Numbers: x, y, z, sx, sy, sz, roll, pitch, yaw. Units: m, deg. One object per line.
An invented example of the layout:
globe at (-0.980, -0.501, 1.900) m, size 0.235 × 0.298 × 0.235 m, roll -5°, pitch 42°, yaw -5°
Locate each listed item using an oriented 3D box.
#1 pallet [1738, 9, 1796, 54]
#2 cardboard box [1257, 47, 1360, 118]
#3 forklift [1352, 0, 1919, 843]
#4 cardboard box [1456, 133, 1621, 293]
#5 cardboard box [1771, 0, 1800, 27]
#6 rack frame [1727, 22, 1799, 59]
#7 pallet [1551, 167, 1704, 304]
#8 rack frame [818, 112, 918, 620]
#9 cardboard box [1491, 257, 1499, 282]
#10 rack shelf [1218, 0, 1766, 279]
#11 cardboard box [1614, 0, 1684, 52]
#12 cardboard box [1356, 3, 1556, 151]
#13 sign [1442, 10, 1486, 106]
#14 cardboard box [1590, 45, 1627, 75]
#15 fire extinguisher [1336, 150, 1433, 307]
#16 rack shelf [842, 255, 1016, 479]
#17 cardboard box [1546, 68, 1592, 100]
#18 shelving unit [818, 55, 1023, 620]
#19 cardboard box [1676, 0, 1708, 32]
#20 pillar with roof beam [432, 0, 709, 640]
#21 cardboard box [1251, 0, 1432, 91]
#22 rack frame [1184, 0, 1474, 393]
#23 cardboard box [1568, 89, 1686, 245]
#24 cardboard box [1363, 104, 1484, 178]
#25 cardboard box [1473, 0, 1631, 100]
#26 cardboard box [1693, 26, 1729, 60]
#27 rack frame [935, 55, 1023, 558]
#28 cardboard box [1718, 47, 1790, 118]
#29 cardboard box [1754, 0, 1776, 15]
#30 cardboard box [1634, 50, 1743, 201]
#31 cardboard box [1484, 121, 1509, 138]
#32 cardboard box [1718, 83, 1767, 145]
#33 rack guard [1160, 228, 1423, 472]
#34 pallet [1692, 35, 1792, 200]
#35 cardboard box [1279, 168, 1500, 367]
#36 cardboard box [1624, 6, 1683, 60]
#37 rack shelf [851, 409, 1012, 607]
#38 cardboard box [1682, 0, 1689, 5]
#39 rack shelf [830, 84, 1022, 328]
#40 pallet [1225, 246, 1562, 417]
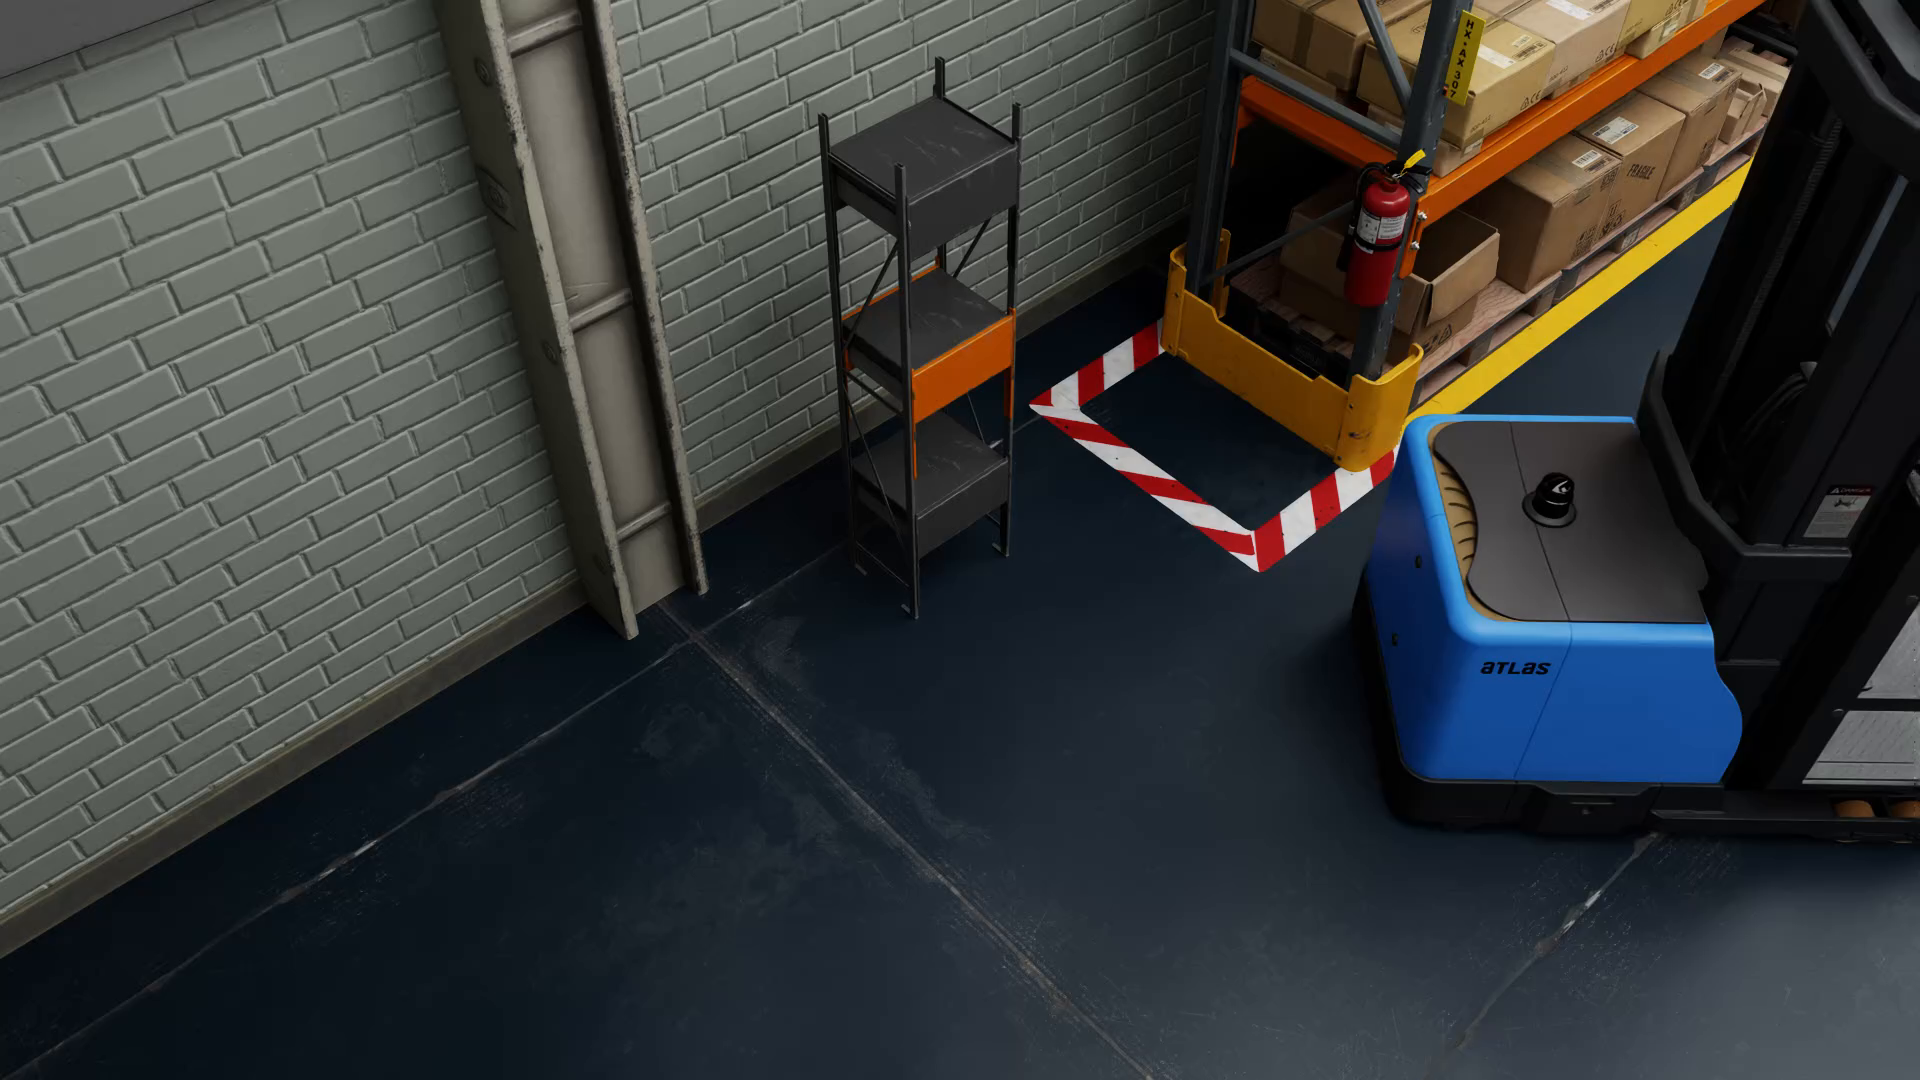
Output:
pallet at (4.892, -3.105, 9.525) m, size 1.213 × 0.211 × 1.003 m, roll -34°, pitch 56°, yaw -27°
cardboard box at (1.421, -1.875, 6.663) m, size 0.250 × 0.149 × 0.380 m, roll -34°, pitch 56°, yaw -28°
forklift at (3.026, -0.330, 5.114) m, size 3.031 × 2.935 × 1.130 m, roll 1°, pitch 47°, yaw 1°
cardboard box at (2.531, -1.598, 7.651) m, size 0.500 × 0.500 × 0.700 m, roll -32°, pitch 55°, yaw -26°
cardboard box at (4.825, -3.040, 8.982) m, size 0.500 × 0.500 × 0.500 m, roll -31°, pitch 55°, yaw -26°
rack frame at (4.316, -3.628, 8.110) m, size 0.127 × 3.000 × 1.000 m, roll -34°, pitch 56°, yaw -27°
pallet at (2.904, -1.737, 8.263) m, size 1.213 × 0.211 × 1.003 m, roll -34°, pitch 56°, yaw -27°
rack frame at (-0.303, -0.510, 5.845) m, size 0.015 × 2.100 × 0.400 m, roll -34°, pitch 56°, yaw -27°
cardboard box at (2.213, -1.266, 7.584) m, size 0.250 × 0.149 × 0.380 m, roll -36°, pitch 57°, yaw -28°
rack shelf at (2.836, -2.395, 7.462) m, size 4.000 × 0.370 × 1.077 m, roll -34°, pitch 56°, yaw -27°
cardboard box at (2.619, -2.280, 6.766) m, size 0.500 × 0.250 × 0.500 m, roll -35°, pitch 56°, yaw -28°
cardboard box at (1.873, -1.778, 6.303) m, size 0.500 × 0.250 × 0.500 m, roll -33°, pitch 56°, yaw -27°
sign at (1.721, -1.649, 5.695) m, size 0.005 × 0.325 × 0.100 m, roll -34°, pitch 56°, yaw -27°
cardboard box at (2.533, -2.104, 6.875) m, size 0.250 × 0.149 × 0.380 m, roll -33°, pitch 55°, yaw -27°
fire extinguisher at (1.558, -1.174, 6.152) m, size 0.183 × 0.674 × 0.296 m, roll -34°, pitch 56°, yaw -27°
rack shelf at (-0.122, -0.621, 5.966) m, size 0.480 × 0.518 × 0.431 m, roll -34°, pitch 56°, yaw -27°
cardboard box at (2.340, -1.970, 6.751) m, size 0.250 × 0.149 × 0.380 m, roll -32°, pitch 55°, yaw -26°
shelving unit at (-0.122, -0.630, 5.956) m, size 0.503 × 2.100 × 0.431 m, roll -34°, pitch 56°, yaw -27°
cardboard box at (2.952, -2.330, 7.083) m, size 0.250 × 0.149 × 0.380 m, roll -33°, pitch 55°, yaw -26°
pillar with roof beam at (1.651, -0.501, 1.143) m, size 0.400 × 9.000 × 9.100 m, roll -34°, pitch 56°, yaw -27°
cardboard box at (1.518, -2.072, 6.574) m, size 0.500 × 0.250 × 0.500 m, roll -32°, pitch 55°, yaw -26°
rack frame at (1.356, -1.651, 6.285) m, size 0.127 × 3.000 × 1.000 m, roll -34°, pitch 56°, yaw -27°
cardboard box at (2.990, -1.805, 7.842) m, size 0.500 × 0.500 × 0.500 m, roll -33°, pitch 55°, yaw -27°
cardboard box at (1.784, -1.579, 6.390) m, size 0.250 × 0.149 × 0.380 m, roll -34°, pitch 56°, yaw -27°
cardboard box at (2.246, -2.028, 6.533) m, size 0.500 × 0.250 × 0.500 m, roll -33°, pitch 55°, yaw -27°
cardboard box at (3.668, -2.661, 8.761) m, size 0.500 × 0.311 × 0.500 m, roll -32°, pitch 55°, yaw -26°
rack frame at (0.058, -0.751, 6.067) m, size 0.015 × 2.100 × 0.400 m, roll -34°, pitch 56°, yaw -27°
cardboard box at (4.101, -2.369, 8.602) m, size 0.250 × 0.149 × 0.380 m, roll -35°, pitch 56°, yaw -28°
cardboard box at (4.480, -3.327, 9.247) m, size 0.500 × 0.500 × 0.500 m, roll -34°, pitch 56°, yaw -27°
cardboard box at (3.299, -2.111, 8.125) m, size 0.500 × 0.500 × 0.700 m, roll -36°, pitch 57°, yaw -28°
cardboard box at (1.941, -1.730, 6.529) m, size 0.250 × 0.149 × 0.380 m, roll -32°, pitch 55°, yaw -26°
cardboard box at (3.837, -2.232, 8.396) m, size 0.258 × 0.266 × 0.396 m, roll -32°, pitch 55°, yaw -26°
rack guard at (1.412, -0.840, 7.239) m, size 0.348 × 0.500 × 1.175 m, roll -34°, pitch 56°, yaw -27°
pallet at (3.807, -2.344, 8.822) m, size 1.213 × 0.211 × 1.003 m, roll -34°, pitch 56°, yaw -27°
cardboard box at (1.873, -1.197, 7.280) m, size 0.637 × 0.503 × 0.797 m, roll -36°, pitch 57°, yaw -28°
cardboard box at (2.771, -2.189, 6.953) m, size 0.250 × 0.149 × 0.380 m, roll -35°, pitch 56°, yaw -28°
rack shelf at (-0.122, -0.146, 6.481) m, size 0.480 × 0.518 × 0.431 m, roll -34°, pitch 56°, yaw -27°
cardboard box at (2.983, -2.545, 7.010) m, size 0.500 × 0.250 × 0.500 m, roll -35°, pitch 56°, yaw -28°
rack shelf at (-0.122, -1.096, 5.452) m, size 0.480 × 0.518 × 0.431 m, roll -34°, pitch 56°, yaw -27°
pallet at (2.002, -1.137, 7.709) m, size 1.213 × 0.211 × 1.003 m, roll -34°, pitch 56°, yaw -27°
